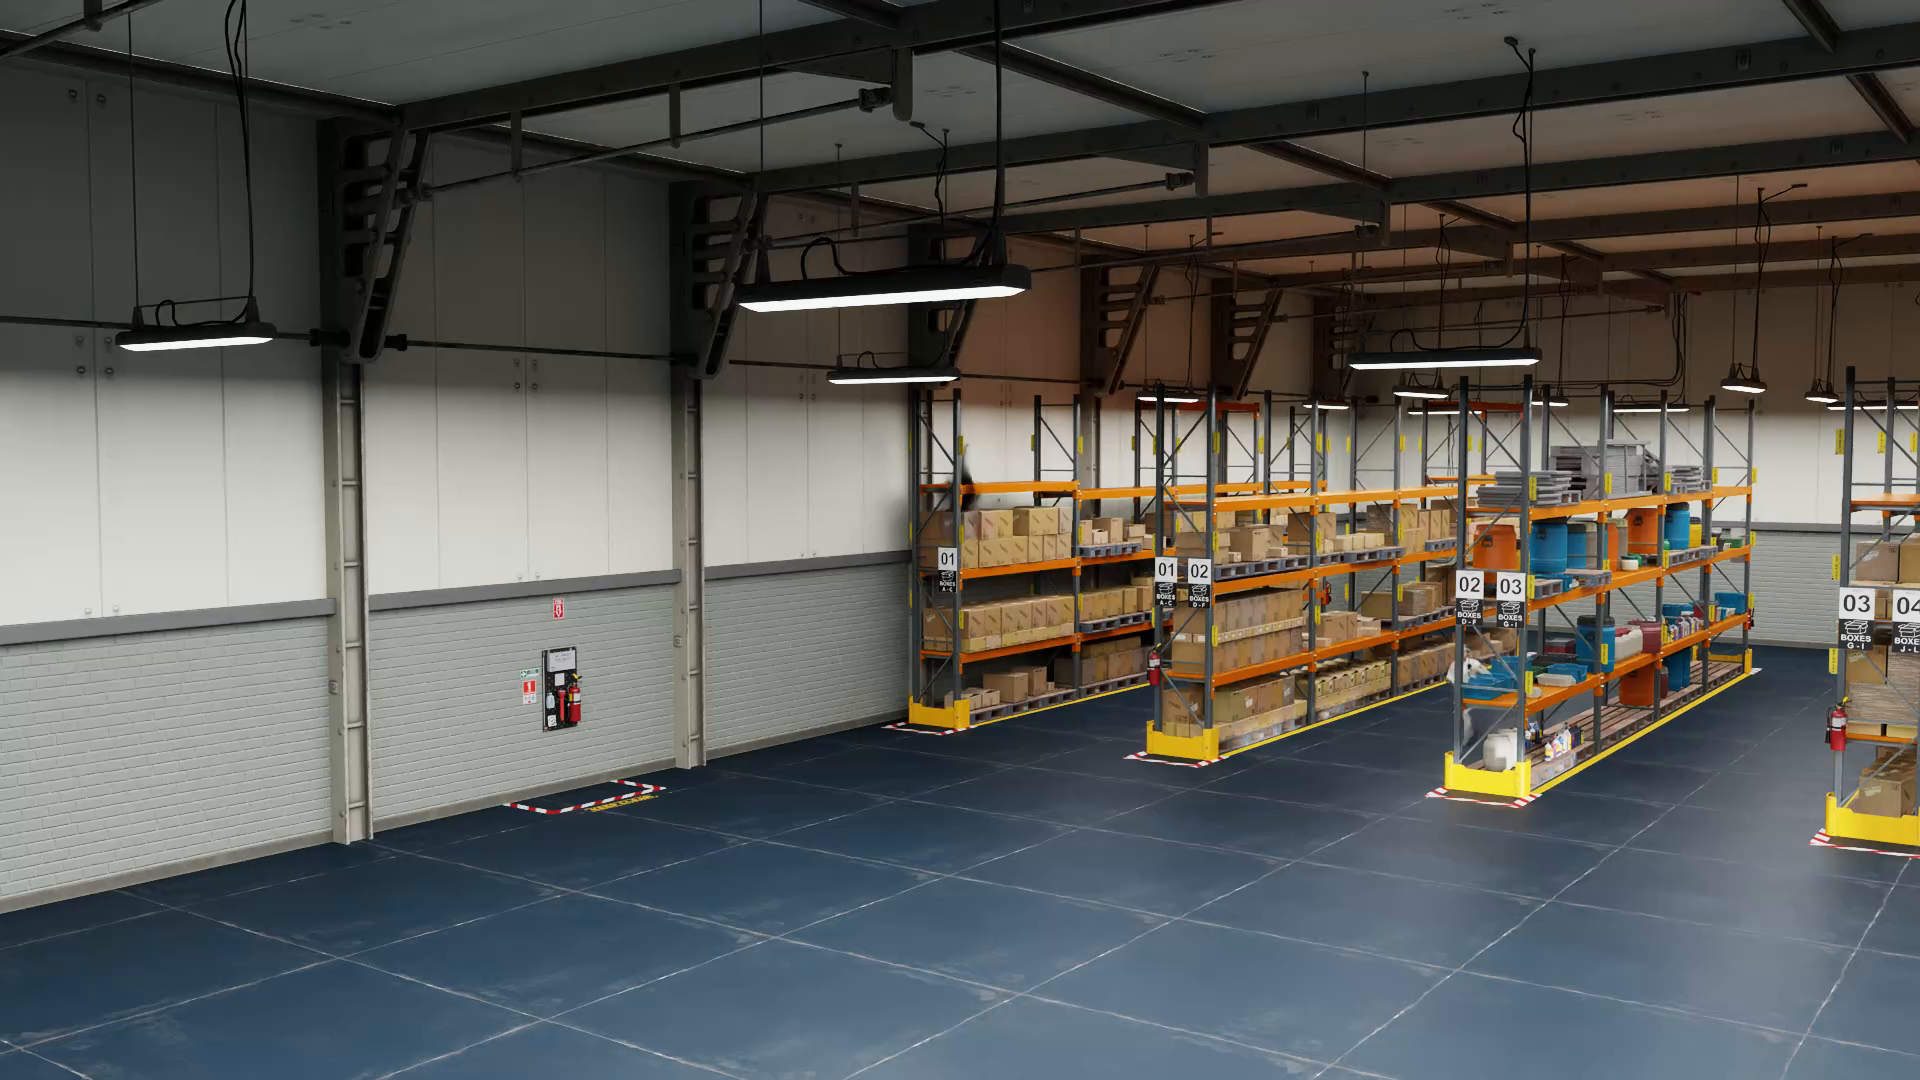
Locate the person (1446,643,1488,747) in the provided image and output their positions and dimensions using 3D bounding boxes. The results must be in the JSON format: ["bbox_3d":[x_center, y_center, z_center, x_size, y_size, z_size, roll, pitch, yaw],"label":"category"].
[{"bbox_3d":[8.451,2.577,27.807,0.591,1.739,0.810,3,4,43],"label":"person"}]
